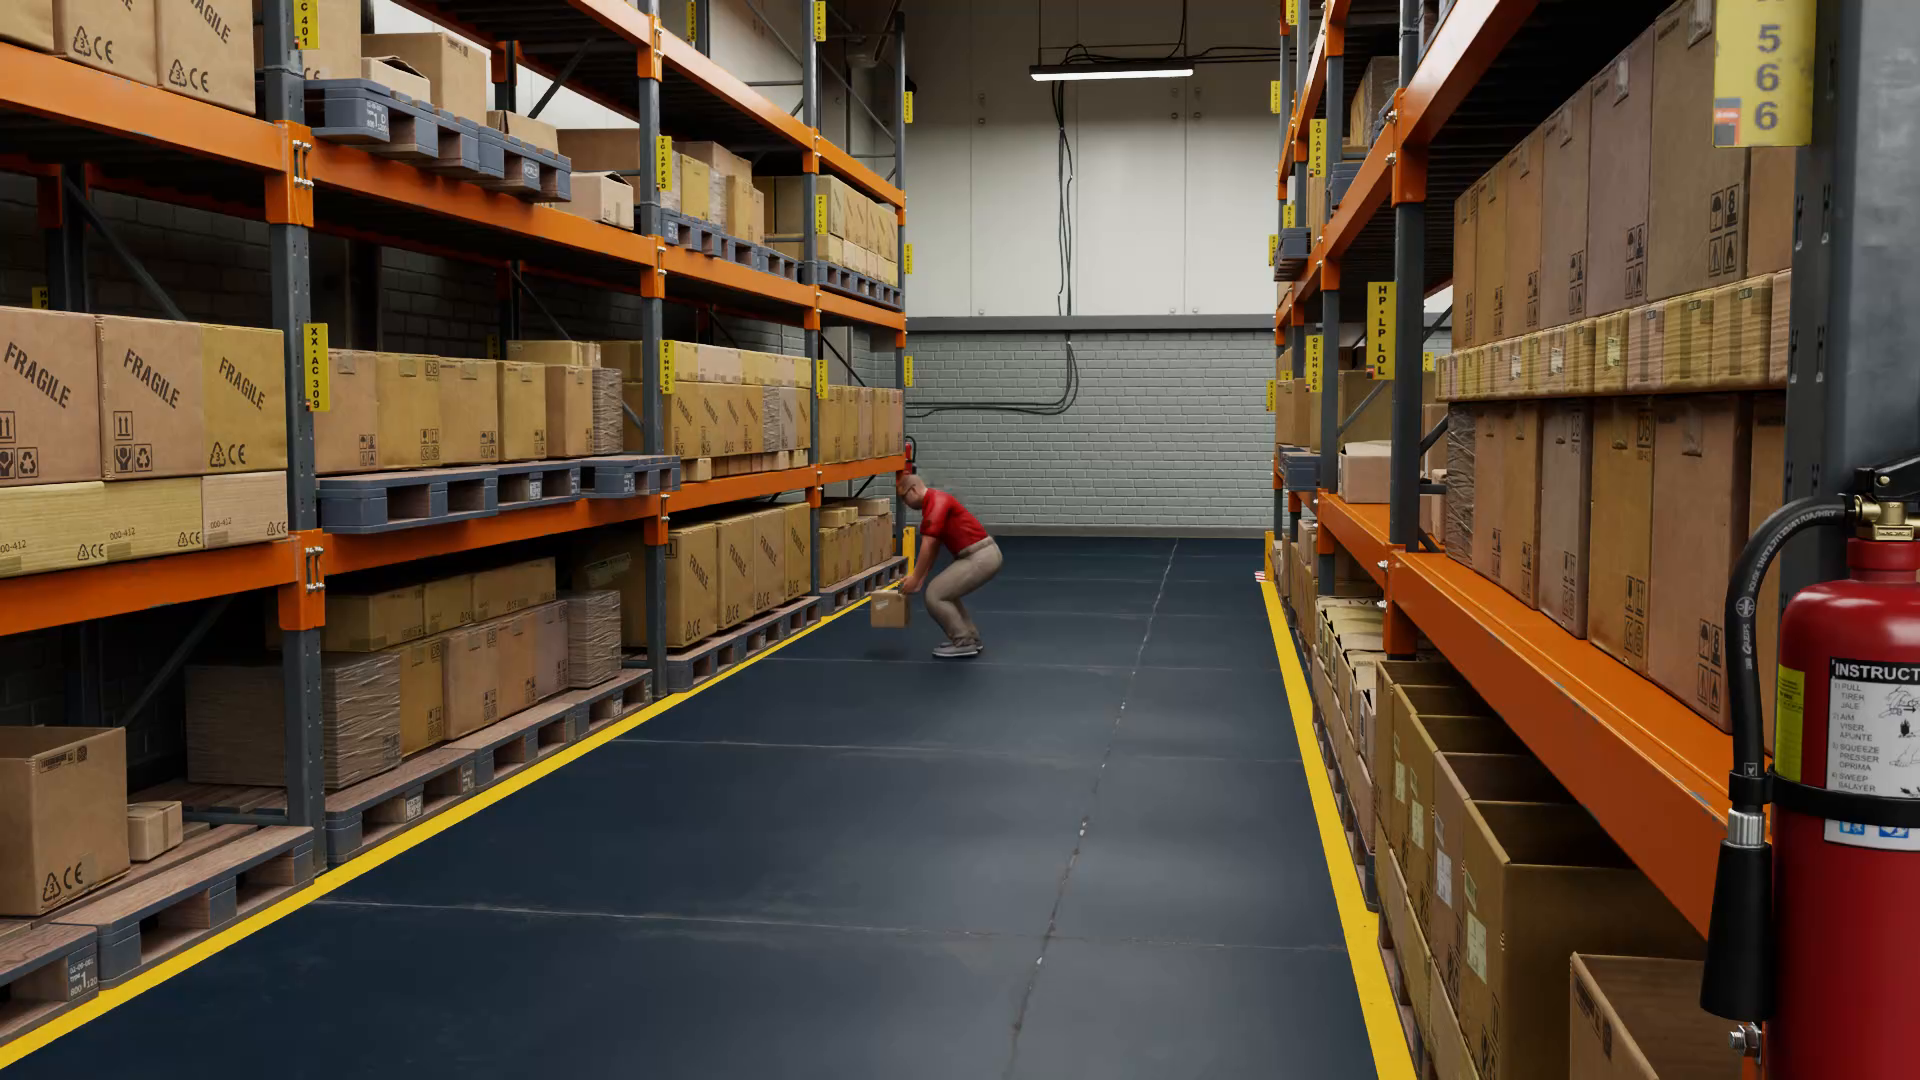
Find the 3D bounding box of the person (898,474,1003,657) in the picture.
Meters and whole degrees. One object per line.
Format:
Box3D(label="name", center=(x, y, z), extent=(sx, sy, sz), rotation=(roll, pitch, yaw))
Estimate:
Box3D(label="person", center=(-0.078, 0.181, 12.087), extent=(0.753, 1.322, 0.590), rotation=(1, 4, 9))
